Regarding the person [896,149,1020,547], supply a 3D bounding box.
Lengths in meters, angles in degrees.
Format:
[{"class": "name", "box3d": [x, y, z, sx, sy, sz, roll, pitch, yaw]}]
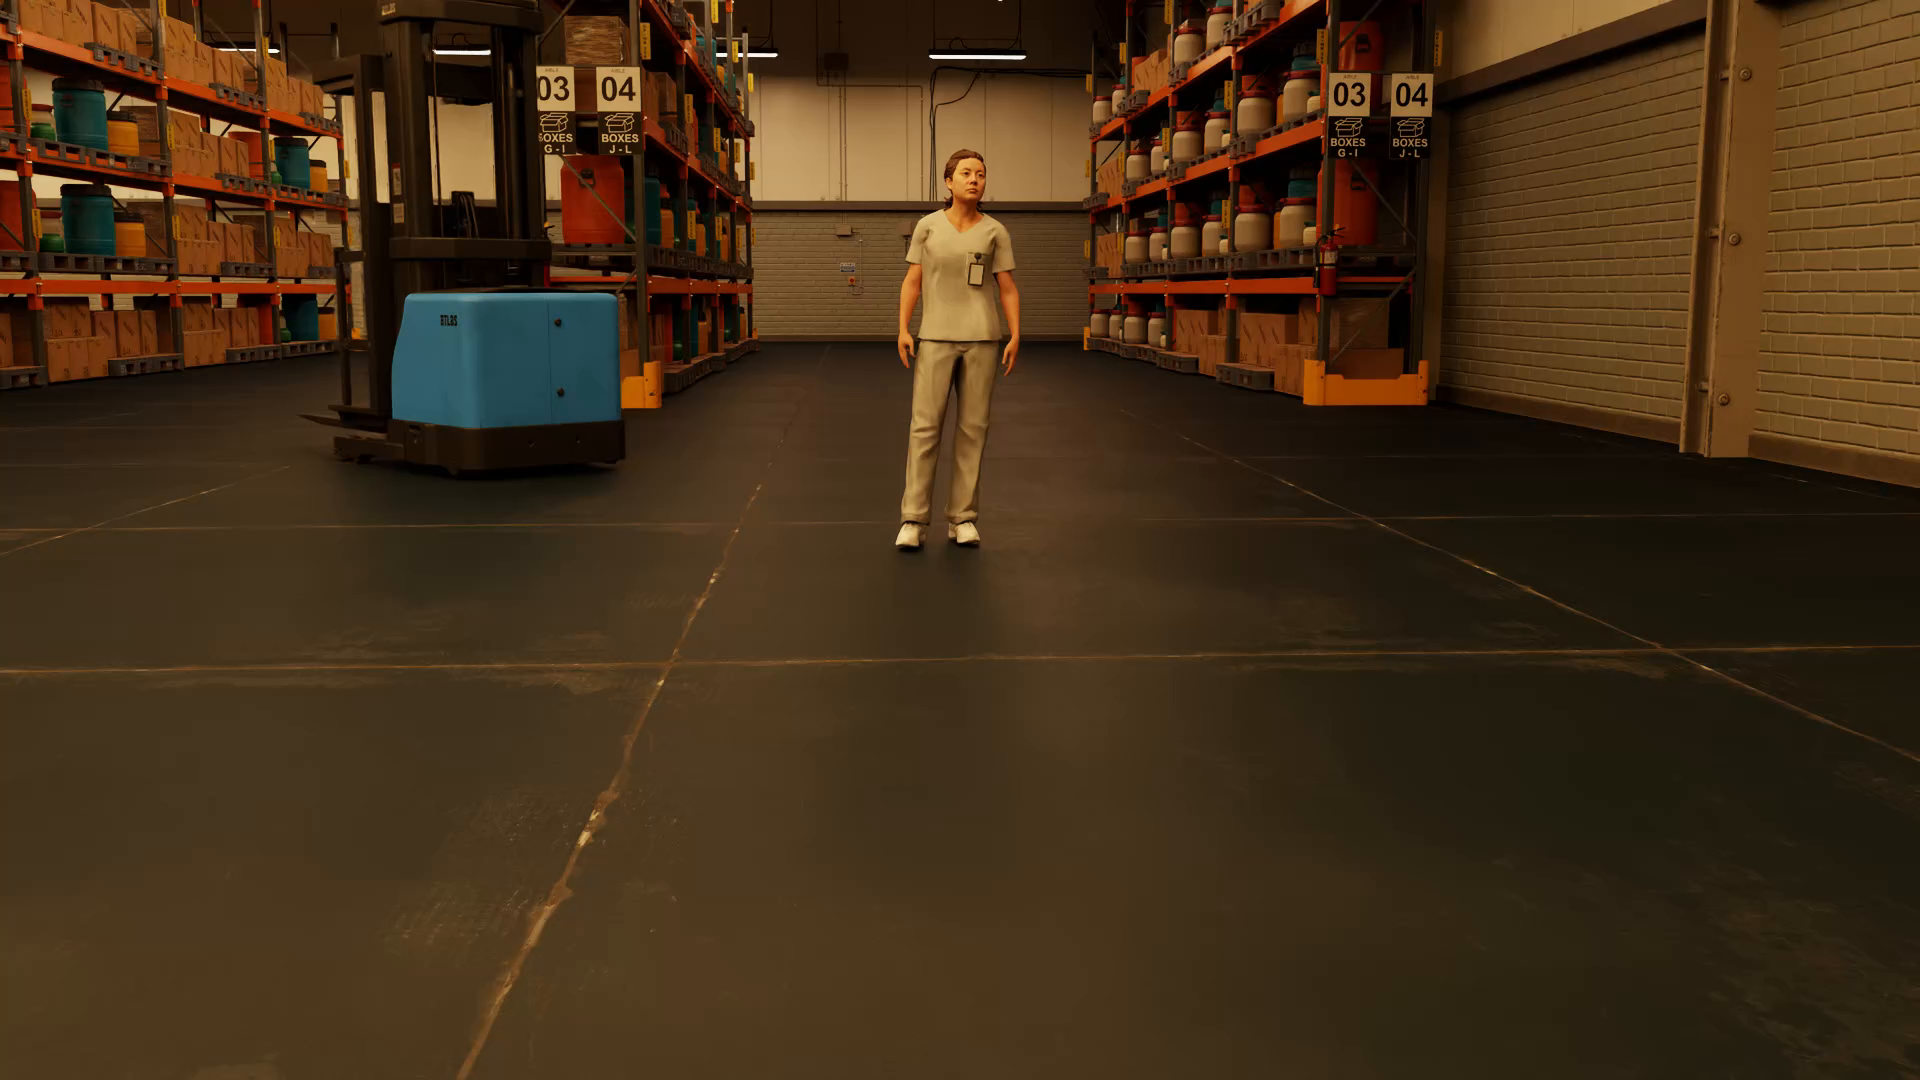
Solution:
[{"class": "person", "box3d": [-0.009, -0.825, 7.112, 0.549, 1.675, 0.549, -1, 8, -4]}]

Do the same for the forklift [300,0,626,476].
[{"class": "forklift", "box3d": [-3.407, -1.985, 10.698, 1.130, 2.935, 3.031, -8, 11, -42]}]
